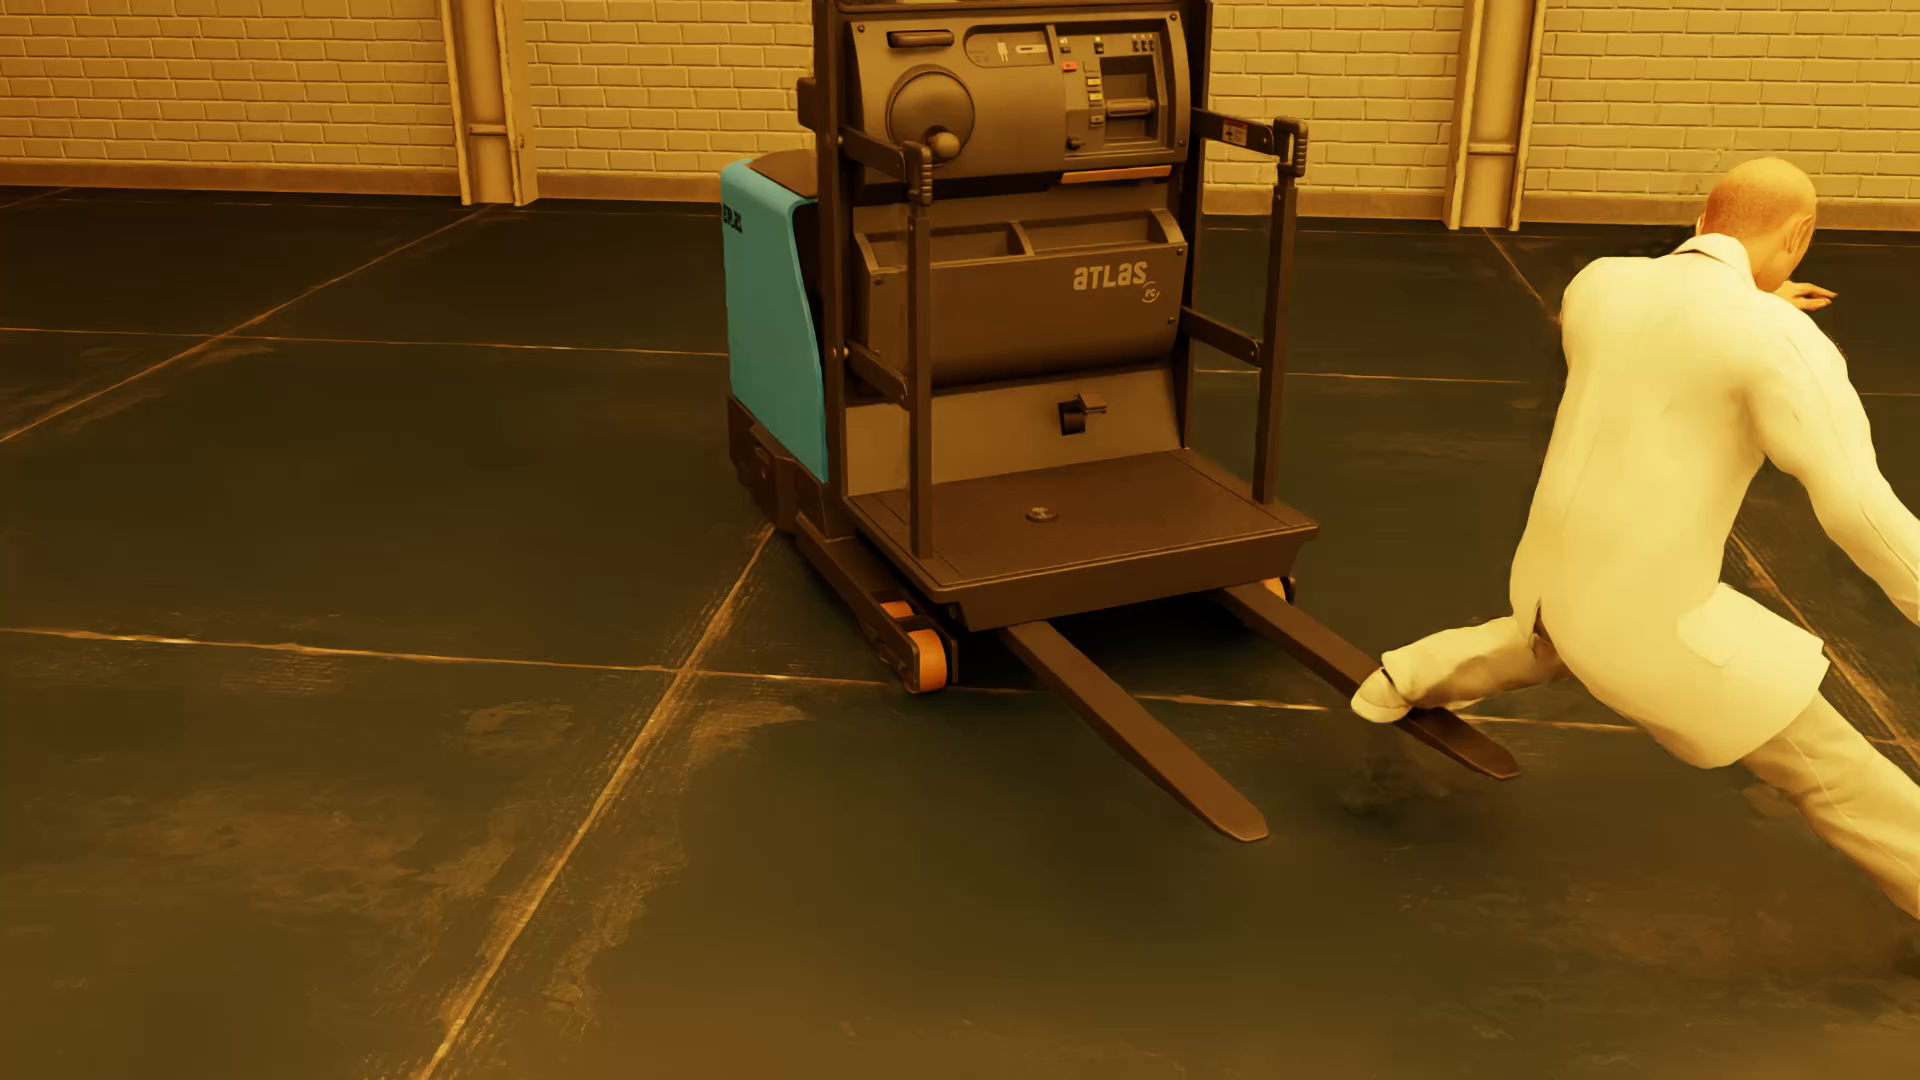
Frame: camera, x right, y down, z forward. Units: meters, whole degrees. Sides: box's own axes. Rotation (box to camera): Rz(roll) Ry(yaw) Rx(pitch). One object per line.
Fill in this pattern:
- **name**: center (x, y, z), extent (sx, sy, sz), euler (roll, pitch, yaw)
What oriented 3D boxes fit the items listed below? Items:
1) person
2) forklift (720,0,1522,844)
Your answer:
- **person**: center (1.494, 0.007, 3.163), extent (1.164, 1.445, 1.027), euler (-4, 22, -11)
- **forklift**: center (0.255, -1.149, 4.107), extent (1.130, 2.935, 3.031), euler (-9, 24, -21)
